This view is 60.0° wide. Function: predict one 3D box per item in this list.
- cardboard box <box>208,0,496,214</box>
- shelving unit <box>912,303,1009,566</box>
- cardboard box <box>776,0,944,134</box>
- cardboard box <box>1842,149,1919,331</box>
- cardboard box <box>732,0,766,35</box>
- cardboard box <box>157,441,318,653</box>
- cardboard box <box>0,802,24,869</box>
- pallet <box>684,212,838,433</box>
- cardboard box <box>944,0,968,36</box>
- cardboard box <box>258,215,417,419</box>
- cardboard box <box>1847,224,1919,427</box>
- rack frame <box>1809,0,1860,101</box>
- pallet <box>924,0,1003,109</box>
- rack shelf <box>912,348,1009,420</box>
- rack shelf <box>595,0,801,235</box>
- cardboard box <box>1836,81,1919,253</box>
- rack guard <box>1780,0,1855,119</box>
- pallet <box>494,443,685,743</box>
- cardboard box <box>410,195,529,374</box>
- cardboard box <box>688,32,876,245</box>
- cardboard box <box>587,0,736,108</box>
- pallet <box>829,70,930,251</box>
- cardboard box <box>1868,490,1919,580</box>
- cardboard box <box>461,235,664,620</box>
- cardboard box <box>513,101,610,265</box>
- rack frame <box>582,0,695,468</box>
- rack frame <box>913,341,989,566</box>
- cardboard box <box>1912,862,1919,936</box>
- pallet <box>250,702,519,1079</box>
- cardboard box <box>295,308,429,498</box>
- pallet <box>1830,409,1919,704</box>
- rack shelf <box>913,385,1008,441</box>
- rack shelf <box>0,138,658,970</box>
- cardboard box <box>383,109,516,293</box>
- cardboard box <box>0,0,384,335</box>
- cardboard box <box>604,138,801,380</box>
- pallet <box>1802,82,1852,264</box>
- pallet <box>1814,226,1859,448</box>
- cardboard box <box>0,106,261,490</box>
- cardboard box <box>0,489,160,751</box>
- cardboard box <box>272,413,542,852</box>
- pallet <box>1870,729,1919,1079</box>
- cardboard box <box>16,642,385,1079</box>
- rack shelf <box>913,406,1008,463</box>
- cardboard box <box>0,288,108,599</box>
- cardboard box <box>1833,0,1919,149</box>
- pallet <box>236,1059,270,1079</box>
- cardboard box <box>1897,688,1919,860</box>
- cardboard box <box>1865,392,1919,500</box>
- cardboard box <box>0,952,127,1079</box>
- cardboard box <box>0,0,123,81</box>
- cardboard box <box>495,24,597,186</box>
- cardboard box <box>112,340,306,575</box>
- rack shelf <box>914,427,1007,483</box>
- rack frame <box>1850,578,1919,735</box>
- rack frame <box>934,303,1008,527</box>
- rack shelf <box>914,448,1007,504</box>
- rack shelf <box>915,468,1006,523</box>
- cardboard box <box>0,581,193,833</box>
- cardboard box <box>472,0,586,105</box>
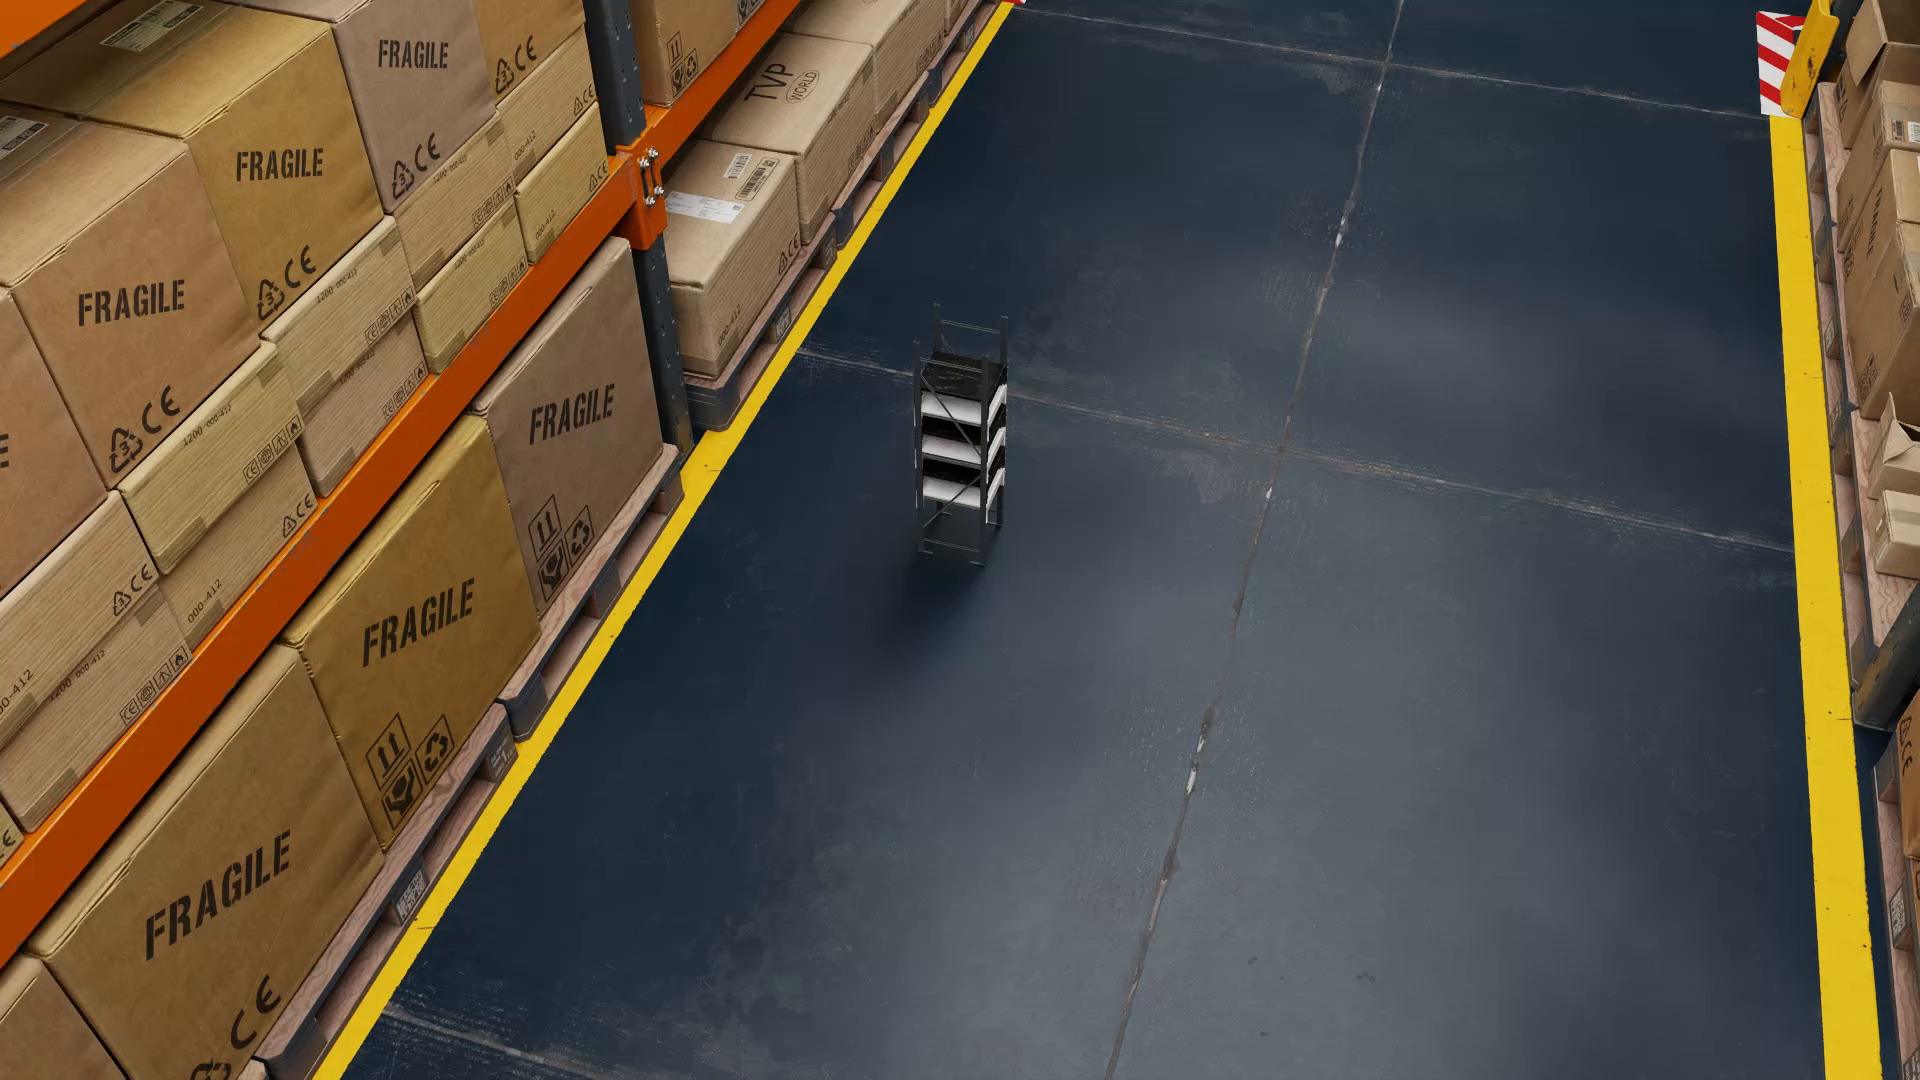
[{"bbox_3d":[-1.512,-1.174,4.019,0.500,0.500,0.500,13,46,13],"label":"cardboard box"},{"bbox_3d":[0.002,-0.327,5.441,0.258,0.900,0.210,13,46,12],"label":"shelving unit"},{"bbox_3d":[-0.629,-2.306,7.494,0.875,0.438,0.875,14,46,14],"label":"cardboard box"},{"bbox_3d":[3.650,-1.072,6.188,0.500,0.500,0.500,13,46,13],"label":"cardboard box"},{"bbox_3d":[-0.919,-2.106,5.686,0.500,0.500,0.500,13,46,13],"label":"cardboard box"},{"bbox_3d":[-1.841,-0.056,3.770,0.500,0.250,0.500,13,46,13],"label":"cardboard box"},{"bbox_3d":[-2.151,0.622,3.077,0.500,0.250,0.500,11,46,11],"label":"cardboard box"},{"bbox_3d":[-1.162,-0.972,6.593,1.003,0.211,1.213,13,46,13],"label":"pallet"},{"bbox_3d":[-0.360,-2.918,8.119,0.875,0.438,0.875,11,45,11],"label":"cardboard box"},{"bbox_3d":[-1.664,-0.577,3.945,0.500,0.250,0.500,14,46,13],"label":"cardboard box"},{"bbox_3d":[3.591,-0.712,5.819,0.700,0.500,0.500,11,45,11],"label":"cardboard box"},{"bbox_3d":[4.477,-3.096,6.769,1.000,3.000,0.127,13,46,13],"label":"rack frame"},{"bbox_3d":[-0.423,-2.599,8.255,1.003,0.211,1.213,13,46,13],"label":"pallet"},{"bbox_3d":[0.002,-0.496,5.275,0.258,0.077,0.200,13,46,12],"label":"rack shelf"},{"bbox_3d":[-0.861,-2.555,6.730,1.077,0.370,4.000,13,46,13],"label":"rack shelf"},{"bbox_3d":[3.905,-1.404,6.527,0.700,0.500,0.500,14,46,14],"label":"cardboard box"},{"bbox_3d":[4.454,-2.152,7.592,1.175,0.500,0.348,13,46,13],"label":"rack guard"},{"bbox_3d":[-1.628,0.048,5.550,1.003,0.211,1.213,13,46,13],"label":"pallet"},{"bbox_3d":[-1.517,-0.733,4.462,0.500,0.250,0.500,12,46,12],"label":"cardboard box"},{"bbox_3d":[-0.904,-1.706,6.880,0.875,0.438,0.875,11,45,11],"label":"cardboard box"},{"bbox_3d":[-1.075,-1.772,5.344,0.500,0.500,0.500,14,46,14],"label":"cardboard box"},{"bbox_3d":[-0.794,-1.788,7.426,1.003,0.211,1.213,13,46,12],"label":"pallet"},{"bbox_3d":[3.154,0.005,5.338,0.380,0.149,0.250,11,45,11],"label":"cardboard box"},{"bbox_3d":[-1.578,-0.439,5.273,0.875,0.875,0.875,14,46,14],"label":"cardboard box"},{"bbox_3d":[-1.362,-1.073,4.809,0.500,0.250,0.500,12,46,12],"label":"cardboard box"},{"bbox_3d":[-1.467,-1.479,5.116,1.000,3.000,0.127,13,46,13],"label":"rack frame"},{"bbox_3d":[-0.028,-0.259,5.372,0.240,0.900,0.006,13,46,12],"label":"rack frame"},{"bbox_3d":[2.752,0.945,4.126,0.500,0.500,0.500,12,46,12],"label":"cardboard box"},{"bbox_3d":[-1.996,0.864,4.716,1.003,0.211,1.213,13,46,13],"label":"pallet"},{"bbox_3d":[-1.688,-0.401,4.122,0.500,0.250,0.500,11,46,11],"label":"cardboard box"},{"bbox_3d":[3.474,0.109,5.487,1.003,0.211,1.213,13,46,13],"label":"pallet"},{"bbox_3d":[0.002,-0.432,5.338,0.258,0.077,0.200,13,46,12],"label":"rack shelf"},{"bbox_3d":[-2.072,0.112,4.006,1.077,0.370,4.000,13,46,13],"label":"rack shelf"},{"bbox_3d":[-1.513,-0.924,4.299,0.500,0.250,0.500,14,46,13],"label":"cardboard box"},{"bbox_3d":[-1.684,-0.841,3.678,0.500,0.500,0.500,14,46,14],"label":"cardboard box"},{"bbox_3d":[-1.174,-1.109,6.270,0.875,0.438,0.875,12,46,12],"label":"cardboard box"},{"bbox_3d":[4.213,-1.517,7.150,1.003,0.211,1.213,13,46,13],"label":"pallet"},{"bbox_3d":[3.842,-0.706,6.321,1.003,0.211,1.213,13,46,13],"label":"pallet"},{"bbox_3d":[-1.827,-0.492,3.322,0.500,0.500,0.500,13,46,13],"label":"cardboard box"},{"bbox_3d":[-1.969,0.103,3.250,0.500,0.250,0.500,12,46,12],"label":"cardboard box"},{"bbox_3d":[-1.844,0.165,4.656,0.875,0.875,0.875,14,46,14],"label":"cardboard box"},{"bbox_3d":[3.055,1.117,4.458,1.003,0.211,1.213,13,46,13],"label":"pallet"},{"bbox_3d":[-2.115,0.760,4.047,0.875,0.875,0.875,13,46,13],"label":"cardboard box"},{"bbox_3d":[0.002,-0.368,5.401,0.258,0.077,0.200,13,46,12],"label":"rack shelf"},{"bbox_3d":[-1.983,-0.157,2.979,0.500,0.500,0.500,14,46,14],"label":"cardboard box"},{"bbox_3d":[4.201,-1.966,7.099,0.797,0.503,0.637,11,45,11],"label":"cardboard box"},{"bbox_3d":[-2.367,1.675,3.888,1.003,0.211,1.213,13,46,13],"label":"pallet"},{"bbox_3d":[2.904,0.588,4.491,0.500,0.500,0.500,14,46,14],"label":"cardboard box"},{"bbox_3d":[3.262,-0.274,5.540,0.396,0.266,0.258,14,46,14],"label":"cardboard box"},{"bbox_3d":[-2.390,1.354,3.440,0.875,0.875,0.875,12,46,12],"label":"cardboard box"},{"bbox_3d":[-2.156,-0.961,3.801,0.500,0.500,0.500,11,46,12],"label":"cardboard box"},{"bbox_3d":[-1.368,-1.258,4.641,0.500,0.250,0.500,12,46,12],"label":"cardboard box"},{"bbox_3d":[-1.803,-0.232,3.592,0.500,0.250,0.500,13,46,13],"label":"cardboard box"},{"bbox_3d":[0.002,-0.303,5.464,0.258,0.077,0.200,13,46,12],"label":"rack shelf"},{"bbox_3d":[3.265,-0.430,4.045,1.000,3.000,0.127,13,46,13],"label":"rack frame"},{"bbox_3d":[0.033,-0.395,5.510,0.240,0.900,0.006,13,46,12],"label":"rack frame"},{"bbox_3d":[0.002,-0.239,5.527,0.258,0.077,0.200,13,46,12],"label":"rack shelf"},{"bbox_3d":[0.002,-0.175,5.590,0.258,0.077,0.200,13,46,12],"label":"rack shelf"},{"bbox_3d":[-1.987,0.274,3.433,0.500,0.250,0.500,14,46,14],"label":"cardboard box"},{"bbox_3d":[-1.363,-1.521,4.373,0.500,0.500,0.500,14,46,14],"label":"cardboard box"}]
